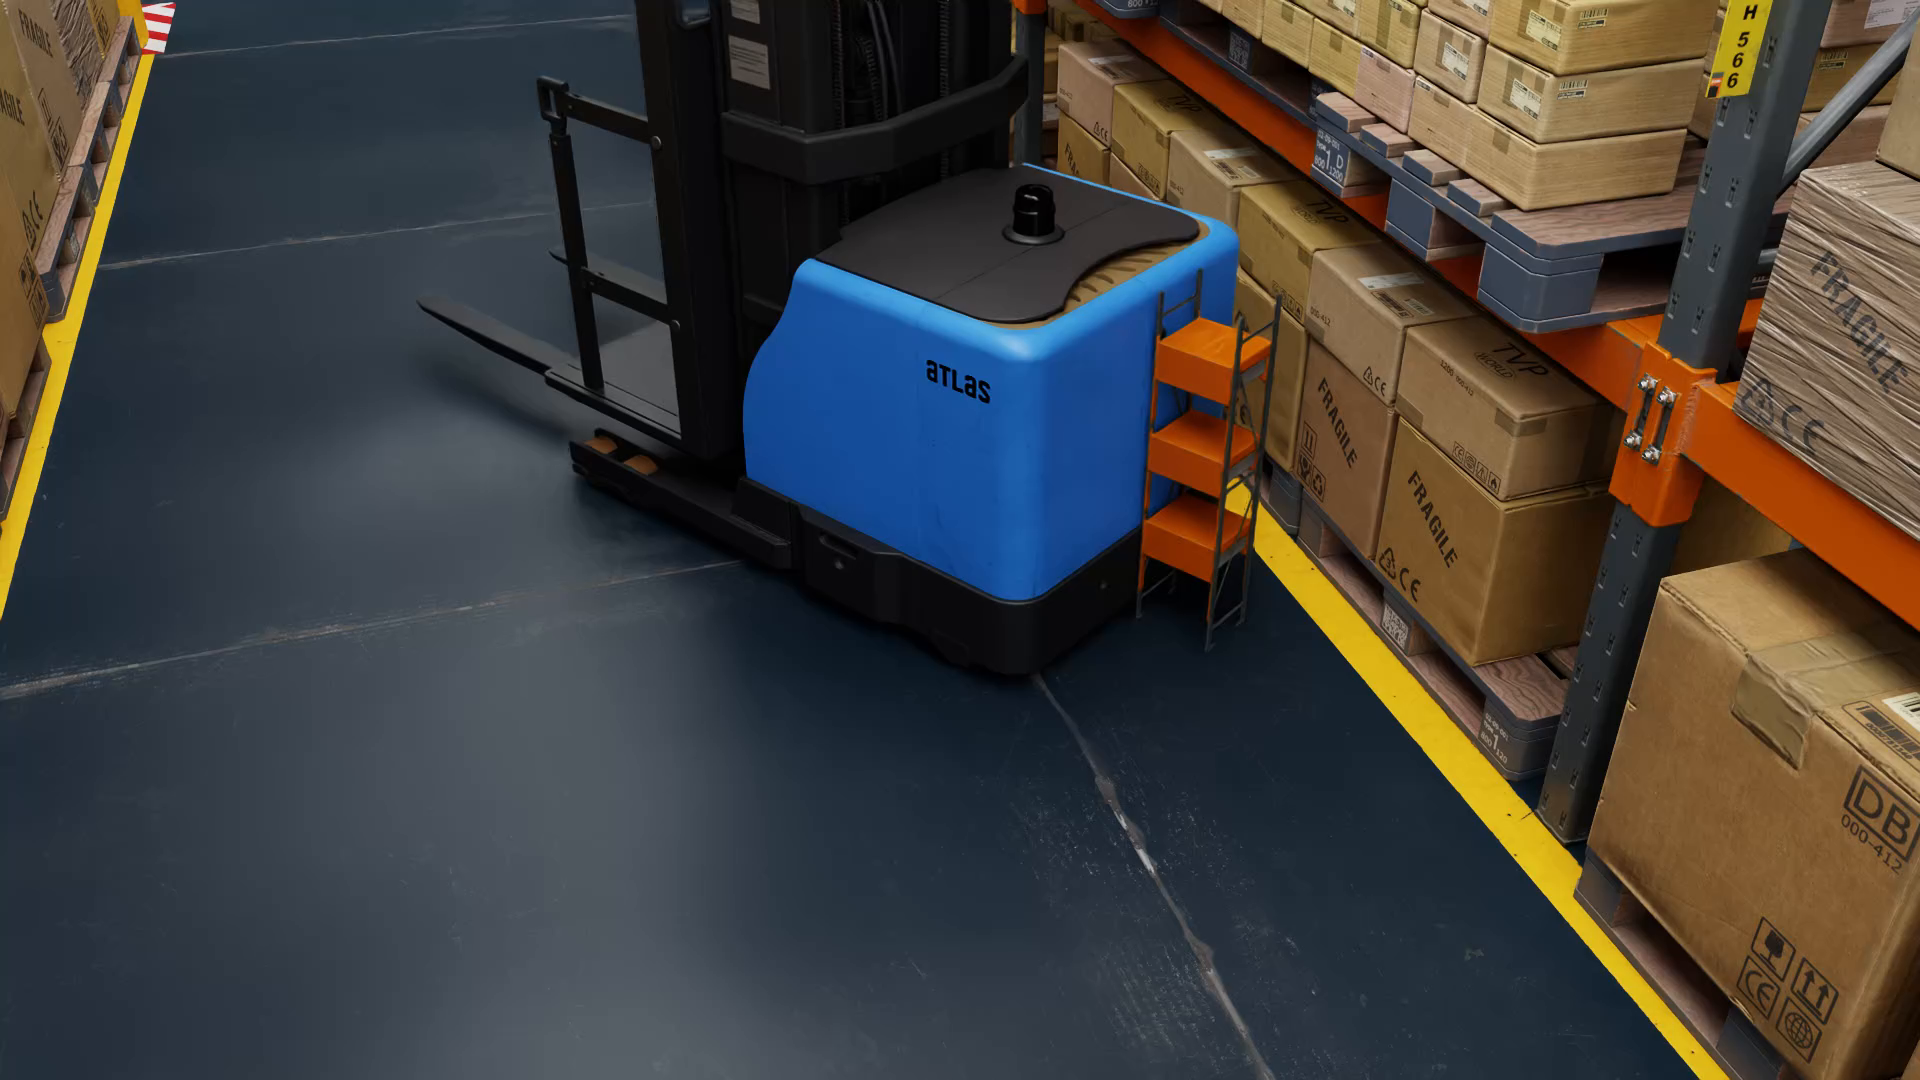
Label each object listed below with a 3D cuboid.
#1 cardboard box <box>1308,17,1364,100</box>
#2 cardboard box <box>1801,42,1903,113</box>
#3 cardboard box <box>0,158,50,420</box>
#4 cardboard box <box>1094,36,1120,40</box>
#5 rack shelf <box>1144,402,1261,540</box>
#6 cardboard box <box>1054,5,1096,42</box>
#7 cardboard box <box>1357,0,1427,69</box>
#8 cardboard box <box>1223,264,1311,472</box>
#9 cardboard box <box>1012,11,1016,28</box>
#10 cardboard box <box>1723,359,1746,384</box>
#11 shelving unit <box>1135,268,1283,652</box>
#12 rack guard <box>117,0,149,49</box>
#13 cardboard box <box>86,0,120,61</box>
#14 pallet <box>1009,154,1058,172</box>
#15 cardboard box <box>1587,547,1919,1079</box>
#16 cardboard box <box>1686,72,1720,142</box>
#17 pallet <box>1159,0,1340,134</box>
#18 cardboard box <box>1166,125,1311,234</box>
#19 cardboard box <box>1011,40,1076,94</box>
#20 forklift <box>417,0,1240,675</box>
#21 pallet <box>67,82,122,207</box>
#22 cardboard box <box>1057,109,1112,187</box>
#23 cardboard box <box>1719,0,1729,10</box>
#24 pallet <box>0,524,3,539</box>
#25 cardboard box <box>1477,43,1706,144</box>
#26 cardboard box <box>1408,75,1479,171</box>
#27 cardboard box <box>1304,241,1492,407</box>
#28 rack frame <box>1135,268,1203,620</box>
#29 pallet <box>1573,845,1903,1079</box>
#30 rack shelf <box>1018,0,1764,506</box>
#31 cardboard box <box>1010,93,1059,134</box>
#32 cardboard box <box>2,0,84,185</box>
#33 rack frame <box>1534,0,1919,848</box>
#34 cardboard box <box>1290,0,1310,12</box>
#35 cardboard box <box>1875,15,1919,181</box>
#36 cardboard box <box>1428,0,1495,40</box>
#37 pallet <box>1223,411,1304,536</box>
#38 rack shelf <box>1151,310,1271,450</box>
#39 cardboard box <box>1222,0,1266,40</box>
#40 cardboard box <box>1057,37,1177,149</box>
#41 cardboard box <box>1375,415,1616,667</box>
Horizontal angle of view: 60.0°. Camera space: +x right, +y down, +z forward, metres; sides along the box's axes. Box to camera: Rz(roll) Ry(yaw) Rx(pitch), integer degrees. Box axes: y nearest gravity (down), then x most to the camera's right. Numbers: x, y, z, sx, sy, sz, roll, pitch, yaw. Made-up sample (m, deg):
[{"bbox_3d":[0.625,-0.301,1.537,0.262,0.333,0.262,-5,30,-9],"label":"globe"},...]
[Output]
[{"bbox_3d":[1.131,-1.259,4.281,0.380,0.149,0.250,-10,35,-15],"label":"cardboard box"},{"bbox_3d":[1.989,-1.091,3.758,0.380,0.149,0.250,-8,34,-13],"label":"cardboard box"},{"bbox_3d":[-3.815,-0.885,5.414,1.225,0.875,0.875,-10,35,-15],"label":"cardboard box"},{"bbox_3d":[0.817,-2.159,7.462,0.380,0.149,0.250,-9,34,-13],"label":"cardboard box"},{"bbox_3d":[0.676,-0.194,4.610,0.240,0.259,0.215,25,41,33],"label":"rack shelf"},{"bbox_3d":[0.665,-2.438,7.885,0.380,0.149,0.250,-10,35,-15],"label":"cardboard box"},{"bbox_3d":[1.195,-1.264,4.020,0.380,0.149,0.250,-9,35,-14],"label":"cardboard box"},{"bbox_3d":[1.164,-0.591,5.311,0.500,0.500,0.500,-12,35,-17],"label":"cardboard box"},{"bbox_3d":[0.170,-2.344,7.741,0.380,0.149,0.250,-10,35,-15],"label":"cardboard box"},{"bbox_3d":[1.965,-0.457,4.428,0.500,0.250,0.500,-12,35,-17],"label":"cardboard box"},{"bbox_3d":[0.676,-0.202,4.604,0.252,1.050,0.215,25,41,33],"label":"shelving unit"},{"bbox_3d":[-5.257,-2.998,9.334,1.175,0.500,0.348,-10,35,-15],"label":"rack guard"},{"bbox_3d":[-4.978,-2.995,8.608,0.875,0.875,0.875,-10,35,-15],"label":"cardboard box"},{"bbox_3d":[0.486,-1.893,7.923,1.003,0.211,1.213,-10,35,-15],"label":"pallet"},{"bbox_3d":[2.045,0.489,3.449,1.050,0.750,0.750,-10,35,-15],"label":"cardboard box"},{"bbox_3d":[1.919,-1.090,4.025,0.380,0.149,0.250,-8,34,-12],"label":"cardboard box"},{"bbox_3d":[1.302,-1.562,5.067,1.003,0.211,1.213,-10,35,-15],"label":"pallet"},{"bbox_3d":[1.015,-1.175,5.513,0.500,0.250,0.500,-9,34,-13],"label":"cardboard box"},{"bbox_3d":[0.368,-2.087,7.352,0.380,0.149,0.250,-9,35,-13],"label":"cardboard box"},{"bbox_3d":[-0.653,-1.528,4.904,3.031,2.935,1.130,25,41,33],"label":"forklift"},{"bbox_3d":[-4.563,-1.819,7.812,1.003,0.211,1.213,-10,35,-15],"label":"pallet"},{"bbox_3d":[0.698,-1.409,6.548,0.500,0.500,0.500,-9,34,-13],"label":"cardboard box"},{"bbox_3d":[1.904,-1.344,3.870,0.380,0.149,0.250,-11,35,-16],"label":"cardboard box"},{"bbox_3d":[-3.347,0.269,4.651,1.003,0.211,1.213,-10,35,-15],"label":"pallet"},{"bbox_3d":[1.361,-0.987,3.600,0.380,0.149,0.250,-9,35,-14],"label":"cardboard box"},{"bbox_3d":[1.283,-0.992,3.878,0.380,0.149,0.250,-10,35,-15],"label":"cardboard box"},{"bbox_3d":[1.322,-0.633,4.693,0.500,0.250,0.500,-10,35,-14],"label":"cardboard box"},{"bbox_3d":[0.583,-0.246,4.670,0.008,1.050,0.200,25,41,33],"label":"rack frame"},{"bbox_3d":[2.114,0.981,3.575,1.003,0.211,1.213,-10,35,-15],"label":"pallet"},{"bbox_3d":[1.335,-1.359,5.239,1.077,0.370,4.000,-10,35,-15],"label":"rack shelf"},{"bbox_3d":[0.326,-1.931,7.387,0.380,0.149,0.250,-9,35,-14],"label":"cardboard box"},{"bbox_3d":[-4.429,-2.050,7.177,0.875,0.875,0.875,-10,35,-15],"label":"cardboard box"},{"bbox_3d":[1.945,-0.609,3.451,1.000,3.000,0.127,-10,35,-15],"label":"rack frame"},{"bbox_3d":[1.045,-1.527,4.417,0.380,0.149,0.250,-10,35,-15],"label":"cardboard box"},{"bbox_3d":[2.072,-0.831,2.789,0.700,0.500,0.500,-10,35,-15],"label":"cardboard box"},{"bbox_3d":[1.285,-1.240,3.714,0.380,0.149,0.250,-10,35,-15],"label":"cardboard box"},{"bbox_3d":[1.340,-0.496,5.809,1.003,0.211,1.213,-10,35,-15],"label":"pallet"},{"bbox_3d":[0.676,-0.430,4.453,0.240,0.259,0.215,25,41,33],"label":"rack shelf"},{"bbox_3d":[0.971,-1.536,4.700,0.380,0.149,0.250,-9,35,-13],"label":"cardboard box"},{"bbox_3d":[0.699,-1.722,6.342,0.500,0.250,0.500,-12,35,-17],"label":"cardboard box"},{"bbox_3d":[1.495,-0.043,4.481,0.500,0.500,0.500,-10,35,-15],"label":"cardboard box"}]
